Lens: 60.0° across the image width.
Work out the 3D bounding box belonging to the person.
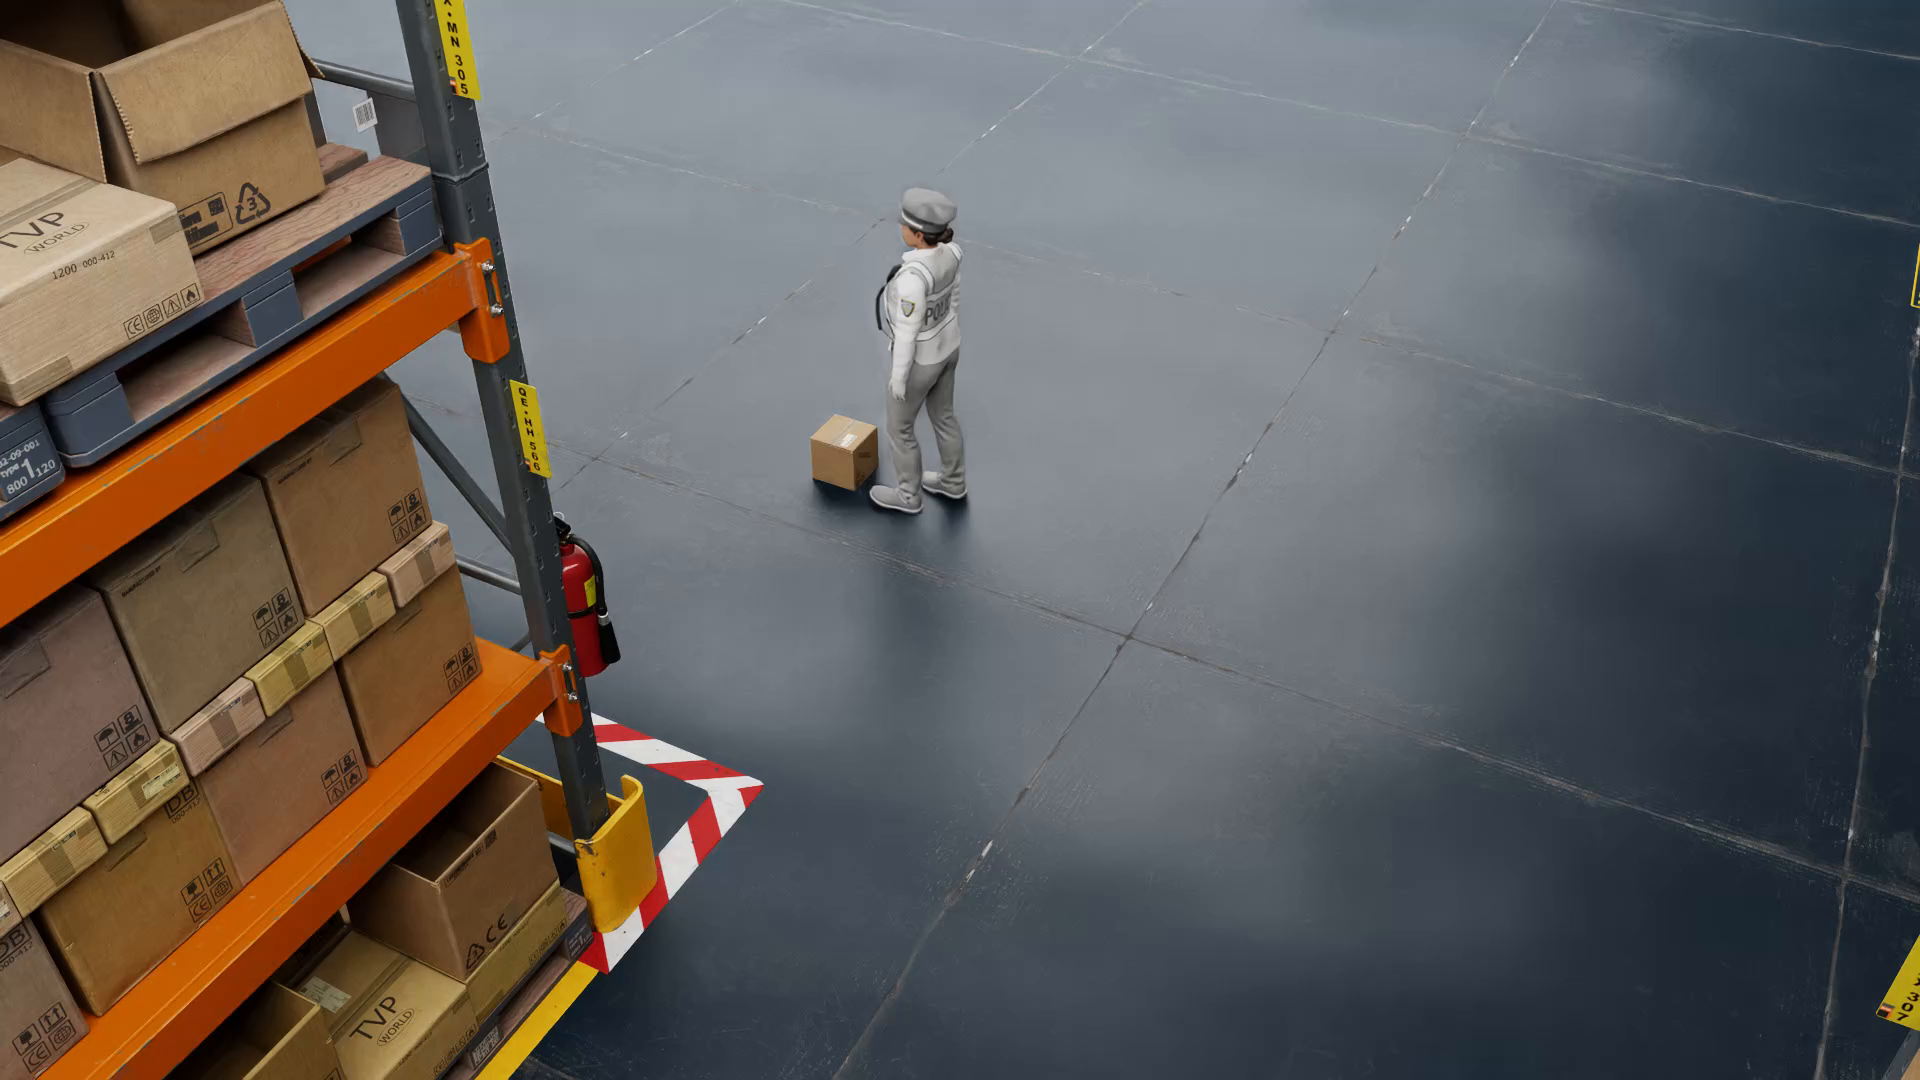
[{"bbox_3d":[-0.210,-0.870,7.842,0.422,1.681,0.482,18,42,22],"label":"person"}]
